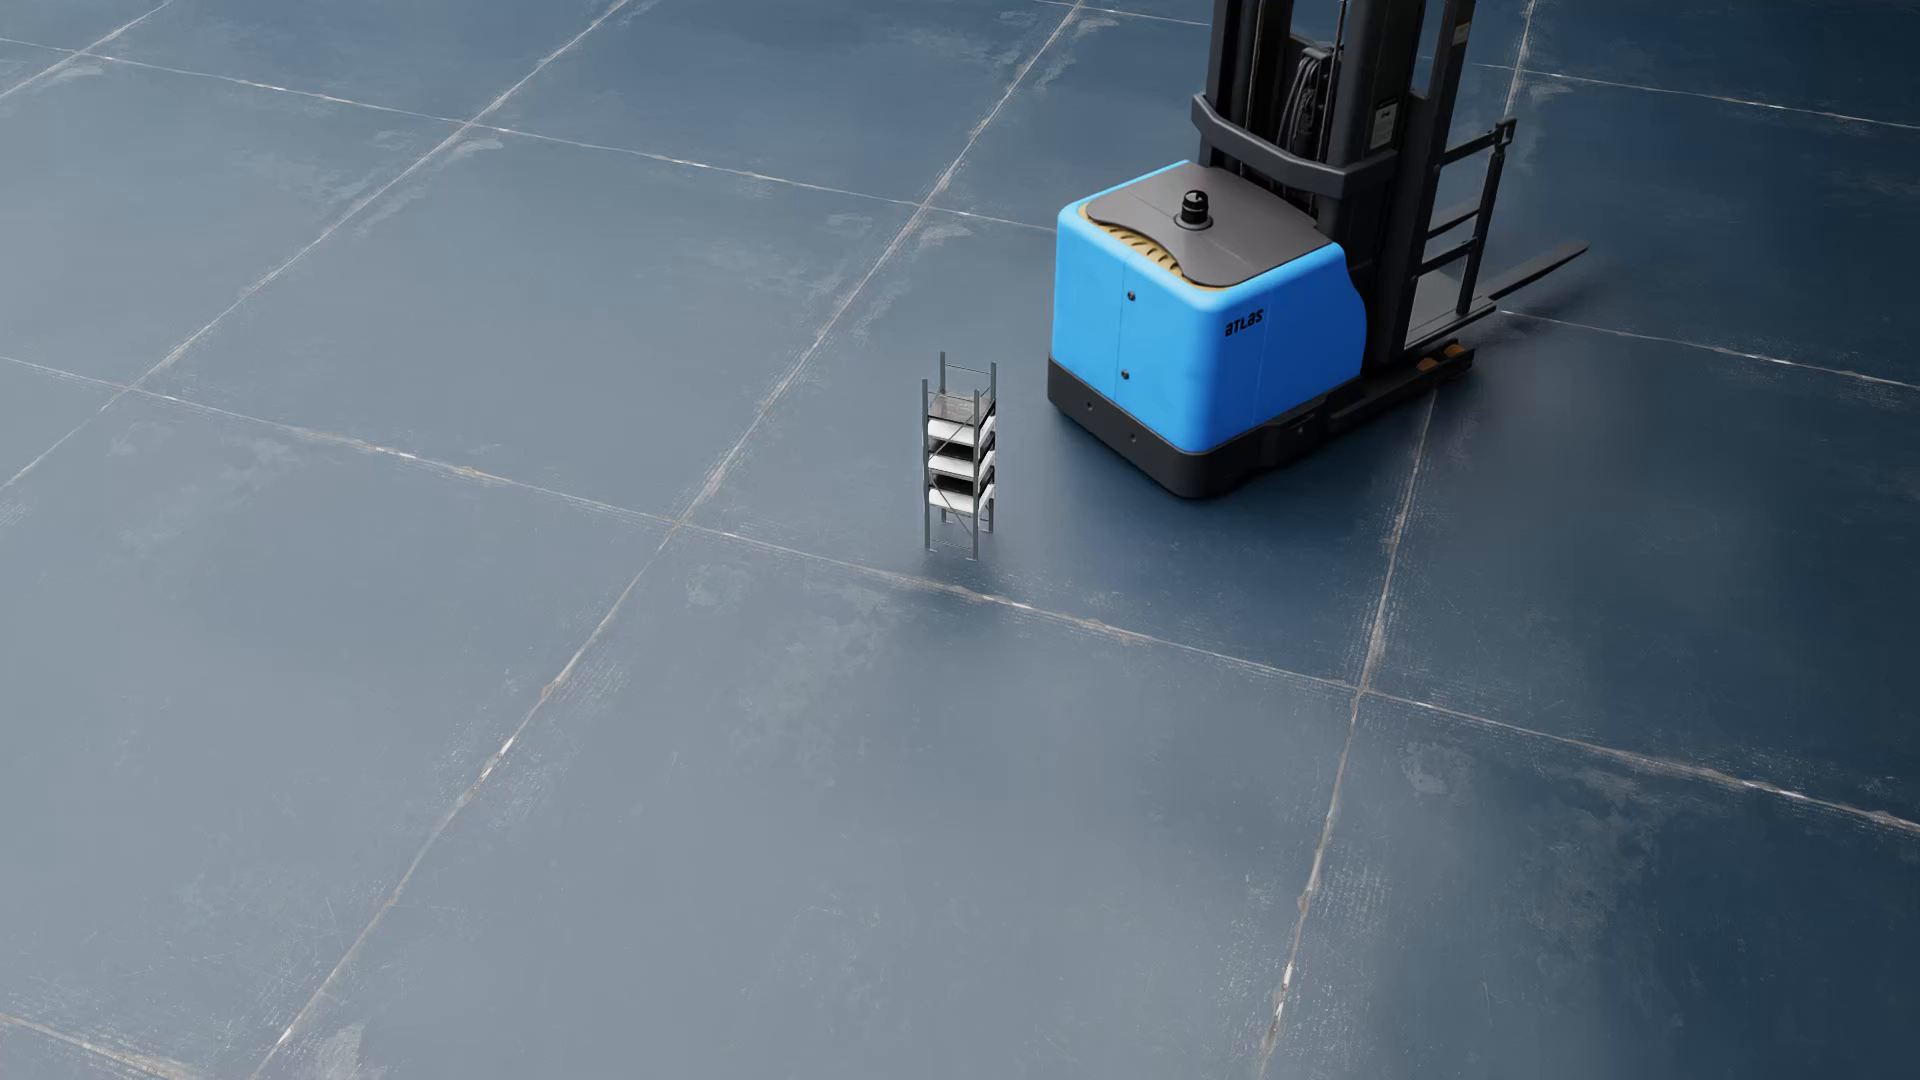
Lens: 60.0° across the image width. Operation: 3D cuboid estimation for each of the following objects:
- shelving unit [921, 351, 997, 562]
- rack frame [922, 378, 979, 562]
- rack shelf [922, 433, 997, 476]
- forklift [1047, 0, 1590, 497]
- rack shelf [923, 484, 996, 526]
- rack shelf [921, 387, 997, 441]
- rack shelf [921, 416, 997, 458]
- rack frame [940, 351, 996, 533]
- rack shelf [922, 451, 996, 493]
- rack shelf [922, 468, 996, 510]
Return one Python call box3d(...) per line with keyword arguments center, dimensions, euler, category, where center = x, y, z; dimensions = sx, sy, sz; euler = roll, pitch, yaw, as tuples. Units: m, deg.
box3d(center=(-0.003, -0.337, 6.952), dimensions=(0.258, 0.900, 0.210), euler=(13, 42, 15), category="shelving unit")
box3d(center=(-0.038, -0.275, 6.879), dimensions=(0.240, 0.900, 0.006), euler=(13, 42, 15), category="rack frame")
box3d(center=(-0.003, -0.381, 6.915), dimensions=(0.258, 0.077, 0.200), euler=(13, 42, 15), category="rack shelf")
box3d(center=(1.899, -2.082, 7.433), dimensions=(3.031, 2.935, 1.130), euler=(-26, 47, -27), category="forklift")
box3d(center=(-0.003, -0.175, 7.091), dimensions=(0.258, 0.077, 0.200), euler=(13, 42, 15), category="rack shelf")
box3d(center=(-0.003, -0.517, 6.799), dimensions=(0.258, 0.077, 0.200), euler=(13, 42, 15), category="rack shelf")
box3d(center=(-0.003, -0.449, 6.857), dimensions=(0.258, 0.077, 0.200), euler=(13, 42, 15), category="rack shelf")
box3d(center=(0.032, -0.399, 7.025), dimensions=(0.240, 0.900, 0.006), euler=(13, 42, 15), category="rack frame")
box3d(center=(-0.003, -0.312, 6.974), dimensions=(0.258, 0.077, 0.200), euler=(13, 42, 15), category="rack shelf")
box3d(center=(-0.003, -0.244, 7.032), dimensions=(0.258, 0.077, 0.200), euler=(13, 42, 15), category="rack shelf")
